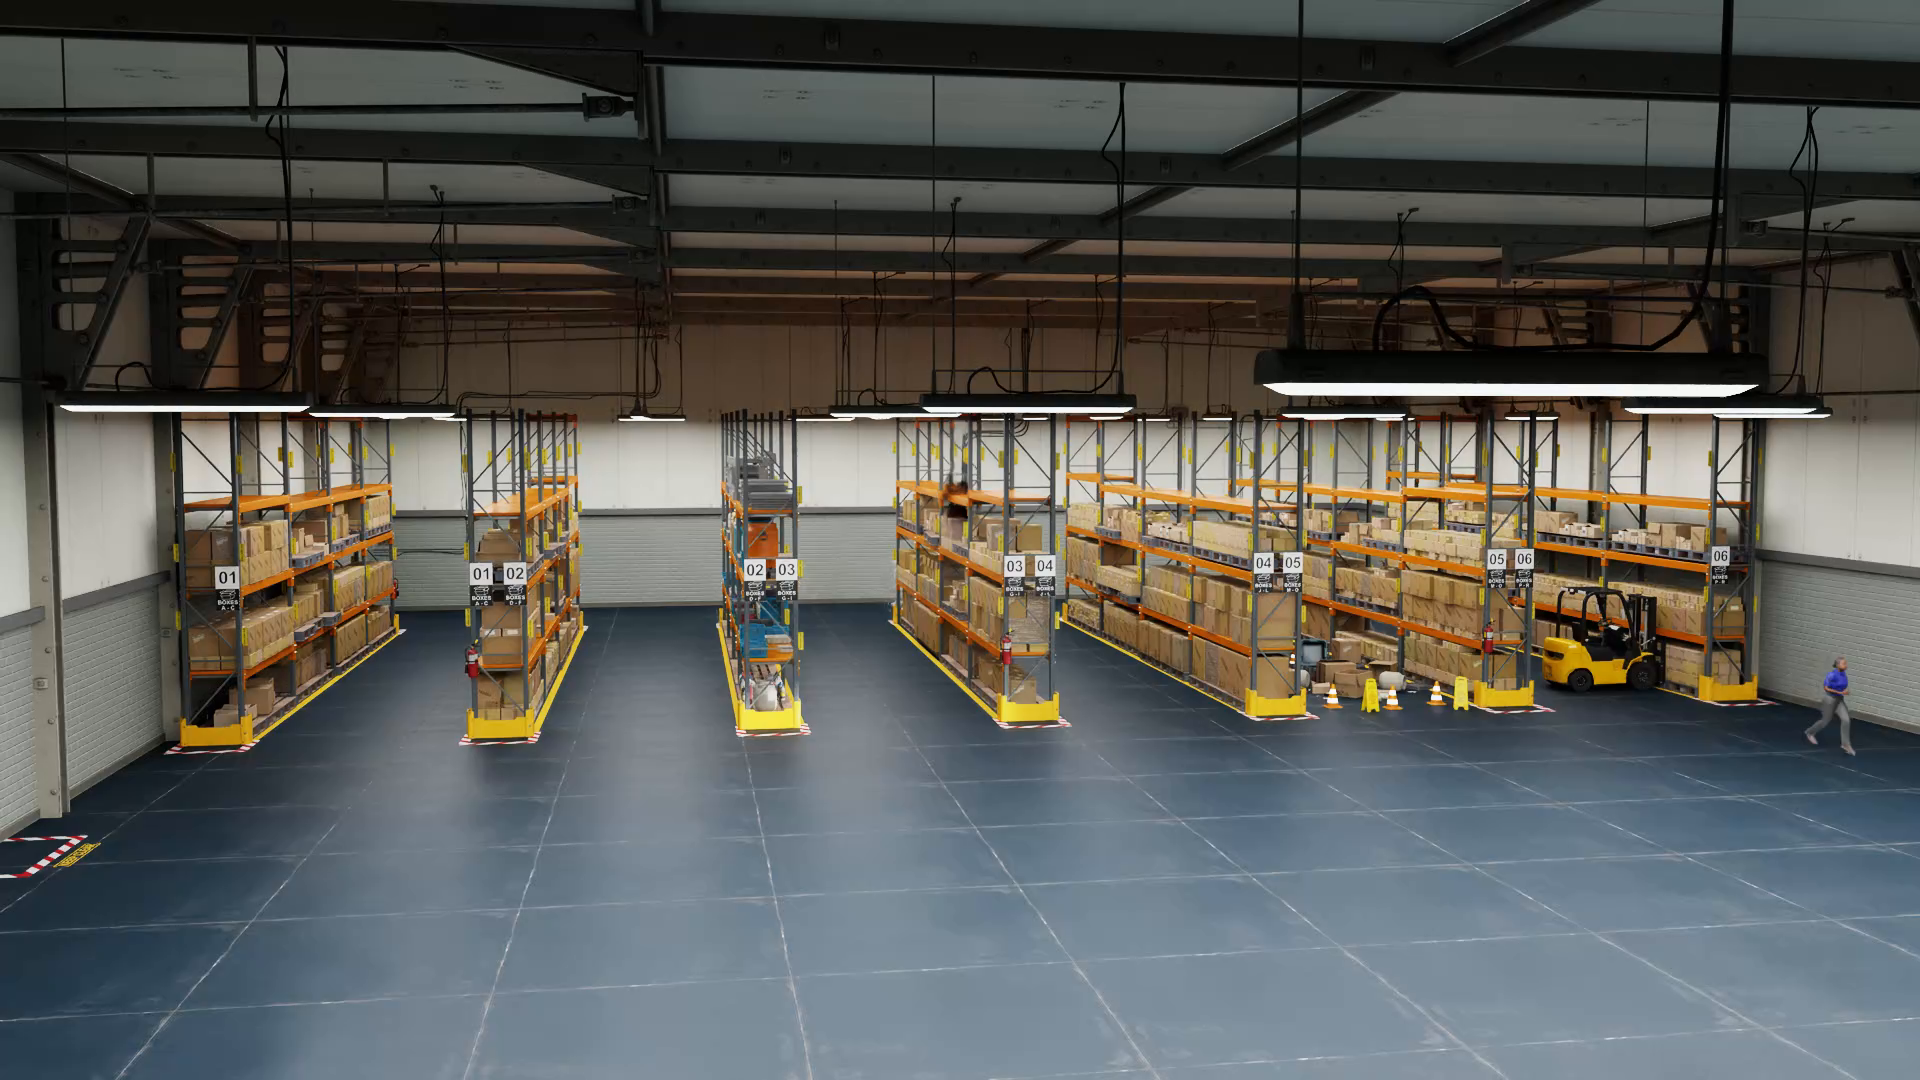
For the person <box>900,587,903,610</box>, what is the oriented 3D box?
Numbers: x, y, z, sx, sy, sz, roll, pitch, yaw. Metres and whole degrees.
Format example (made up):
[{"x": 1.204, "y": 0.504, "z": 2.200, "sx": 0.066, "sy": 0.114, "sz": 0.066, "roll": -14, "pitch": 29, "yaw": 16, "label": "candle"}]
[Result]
[{"x": -1.514, "y": 1.455, "z": 48.742, "sx": 0.551, "sy": 1.723, "sz": 0.682, "roll": 0, "pitch": 4, "yaw": -1, "label": "person"}]

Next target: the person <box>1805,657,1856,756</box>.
[{"x": 15.293, "y": 2.871, "z": 29.143, "sx": 0.600, "sy": 1.676, "sz": 0.970, "roll": -2, "pitch": 4, "yaw": -27, "label": "person"}]
